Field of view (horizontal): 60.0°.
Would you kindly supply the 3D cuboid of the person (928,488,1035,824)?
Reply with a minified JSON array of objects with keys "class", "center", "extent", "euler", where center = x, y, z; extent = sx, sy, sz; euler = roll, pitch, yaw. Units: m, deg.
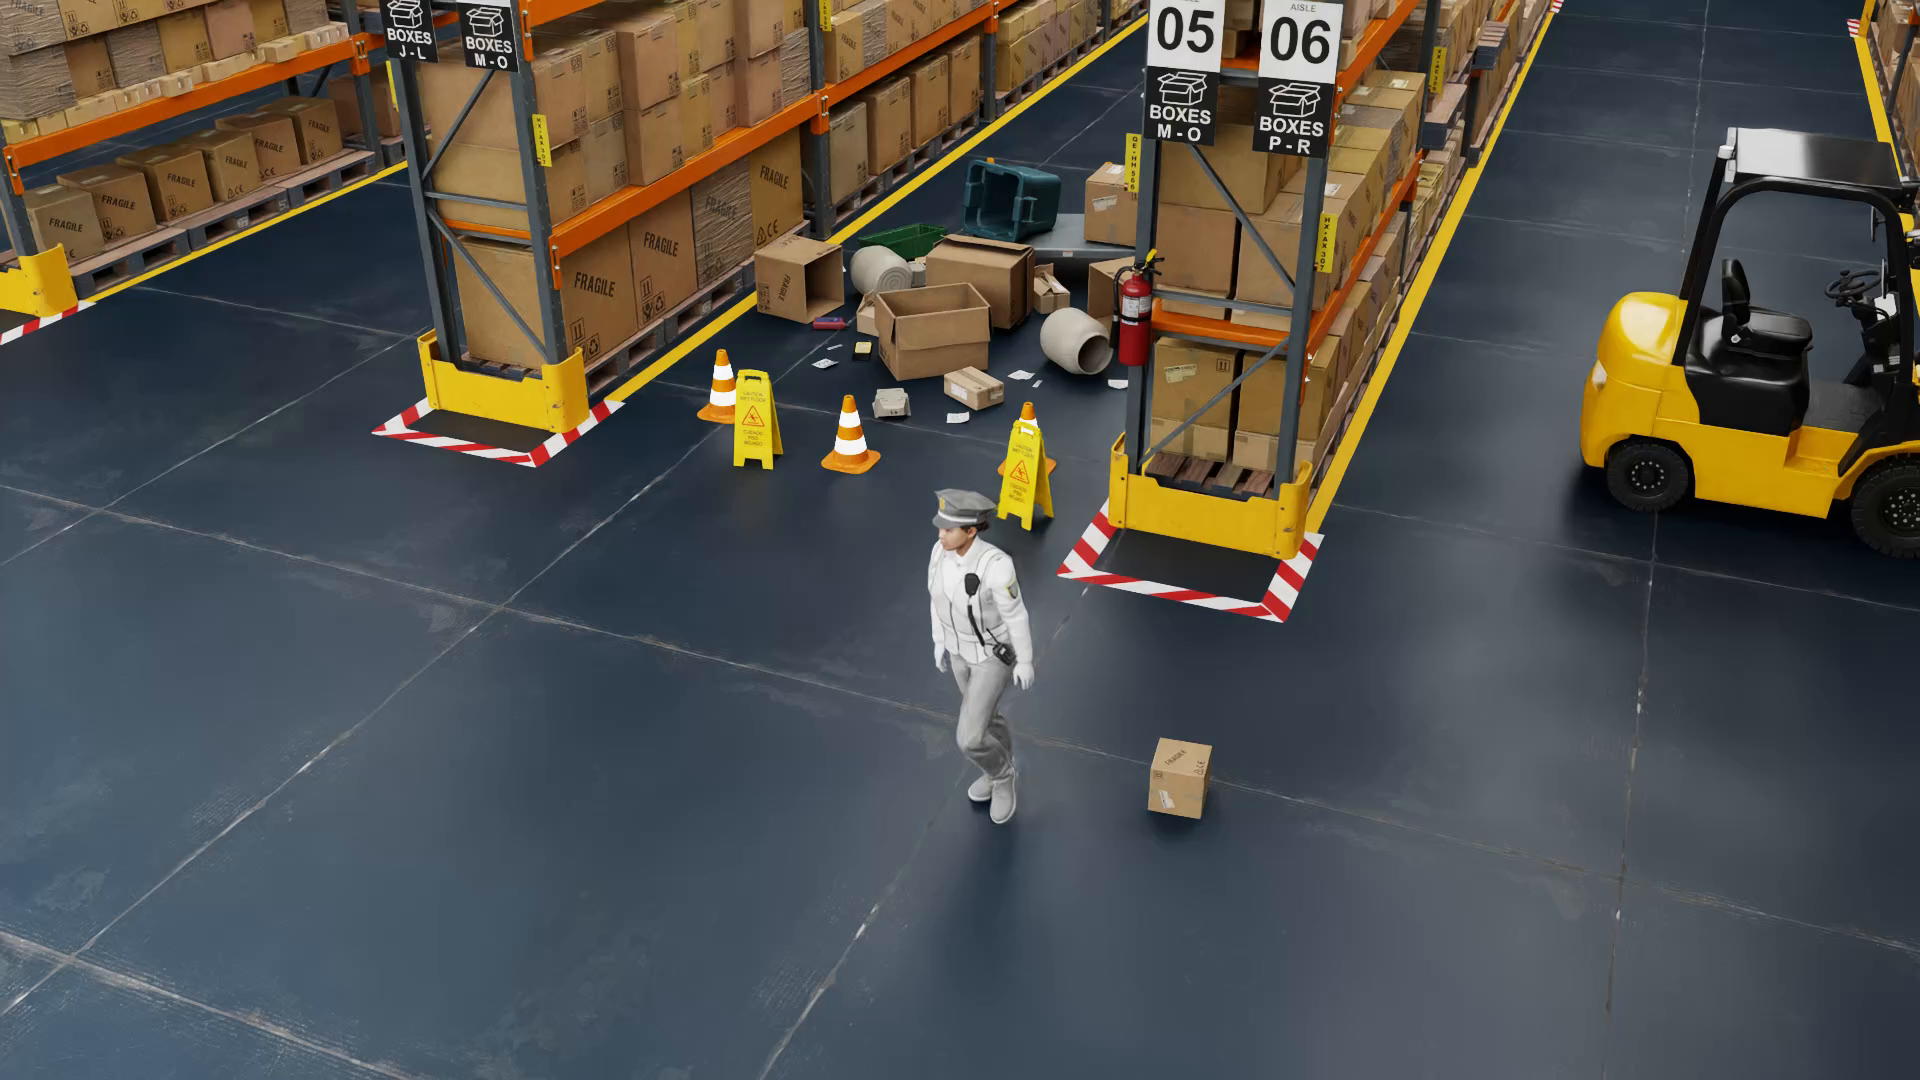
[{"class":"person","center":[0.078,0.497,7.471],"extent":[0.488,1.662,0.514],"euler":[-24,38,-36]}]
